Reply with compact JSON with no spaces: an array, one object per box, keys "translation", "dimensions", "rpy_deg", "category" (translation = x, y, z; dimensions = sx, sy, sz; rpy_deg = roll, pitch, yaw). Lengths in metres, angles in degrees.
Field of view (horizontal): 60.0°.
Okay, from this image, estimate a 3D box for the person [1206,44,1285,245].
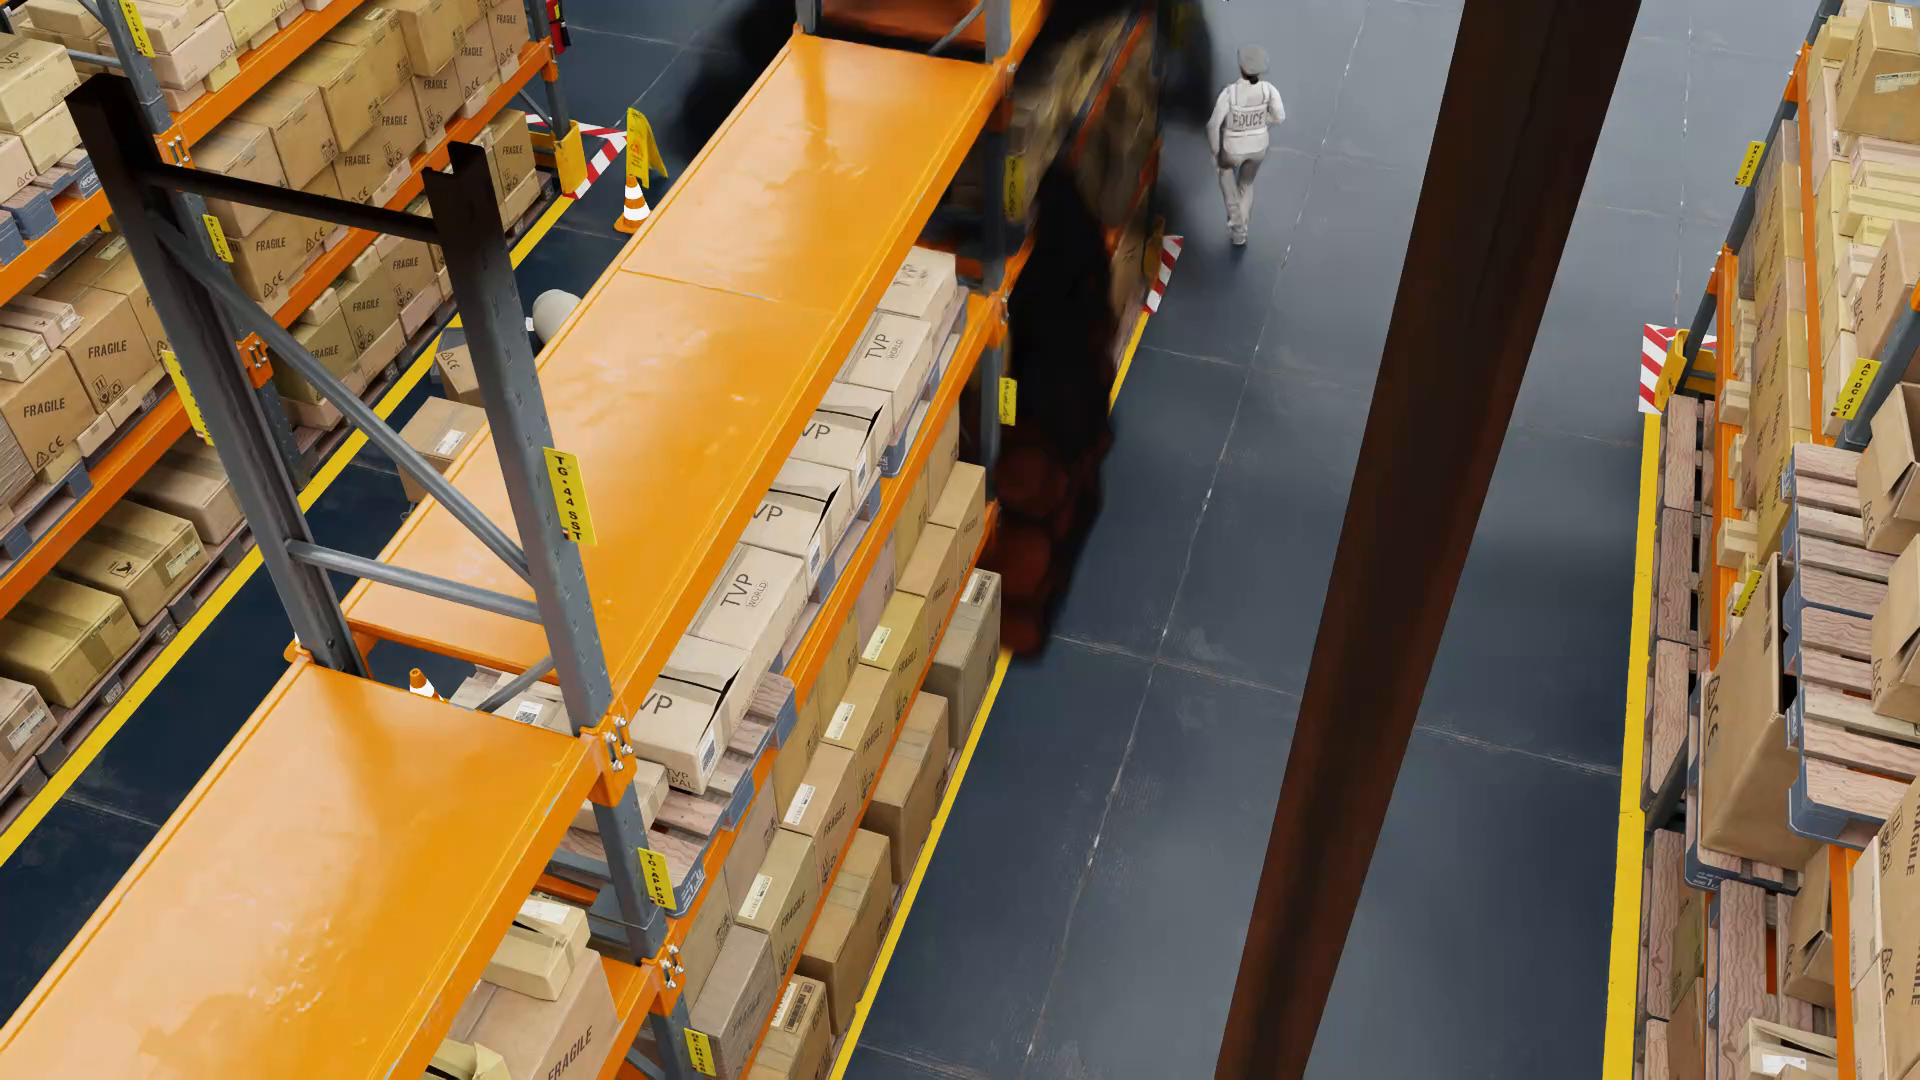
[{"translation":[2.193,-3.121,13.051],"dimensions":[0.639,1.654,0.545],"rpy_deg":[-3,46,-3],"category":"person"}]
